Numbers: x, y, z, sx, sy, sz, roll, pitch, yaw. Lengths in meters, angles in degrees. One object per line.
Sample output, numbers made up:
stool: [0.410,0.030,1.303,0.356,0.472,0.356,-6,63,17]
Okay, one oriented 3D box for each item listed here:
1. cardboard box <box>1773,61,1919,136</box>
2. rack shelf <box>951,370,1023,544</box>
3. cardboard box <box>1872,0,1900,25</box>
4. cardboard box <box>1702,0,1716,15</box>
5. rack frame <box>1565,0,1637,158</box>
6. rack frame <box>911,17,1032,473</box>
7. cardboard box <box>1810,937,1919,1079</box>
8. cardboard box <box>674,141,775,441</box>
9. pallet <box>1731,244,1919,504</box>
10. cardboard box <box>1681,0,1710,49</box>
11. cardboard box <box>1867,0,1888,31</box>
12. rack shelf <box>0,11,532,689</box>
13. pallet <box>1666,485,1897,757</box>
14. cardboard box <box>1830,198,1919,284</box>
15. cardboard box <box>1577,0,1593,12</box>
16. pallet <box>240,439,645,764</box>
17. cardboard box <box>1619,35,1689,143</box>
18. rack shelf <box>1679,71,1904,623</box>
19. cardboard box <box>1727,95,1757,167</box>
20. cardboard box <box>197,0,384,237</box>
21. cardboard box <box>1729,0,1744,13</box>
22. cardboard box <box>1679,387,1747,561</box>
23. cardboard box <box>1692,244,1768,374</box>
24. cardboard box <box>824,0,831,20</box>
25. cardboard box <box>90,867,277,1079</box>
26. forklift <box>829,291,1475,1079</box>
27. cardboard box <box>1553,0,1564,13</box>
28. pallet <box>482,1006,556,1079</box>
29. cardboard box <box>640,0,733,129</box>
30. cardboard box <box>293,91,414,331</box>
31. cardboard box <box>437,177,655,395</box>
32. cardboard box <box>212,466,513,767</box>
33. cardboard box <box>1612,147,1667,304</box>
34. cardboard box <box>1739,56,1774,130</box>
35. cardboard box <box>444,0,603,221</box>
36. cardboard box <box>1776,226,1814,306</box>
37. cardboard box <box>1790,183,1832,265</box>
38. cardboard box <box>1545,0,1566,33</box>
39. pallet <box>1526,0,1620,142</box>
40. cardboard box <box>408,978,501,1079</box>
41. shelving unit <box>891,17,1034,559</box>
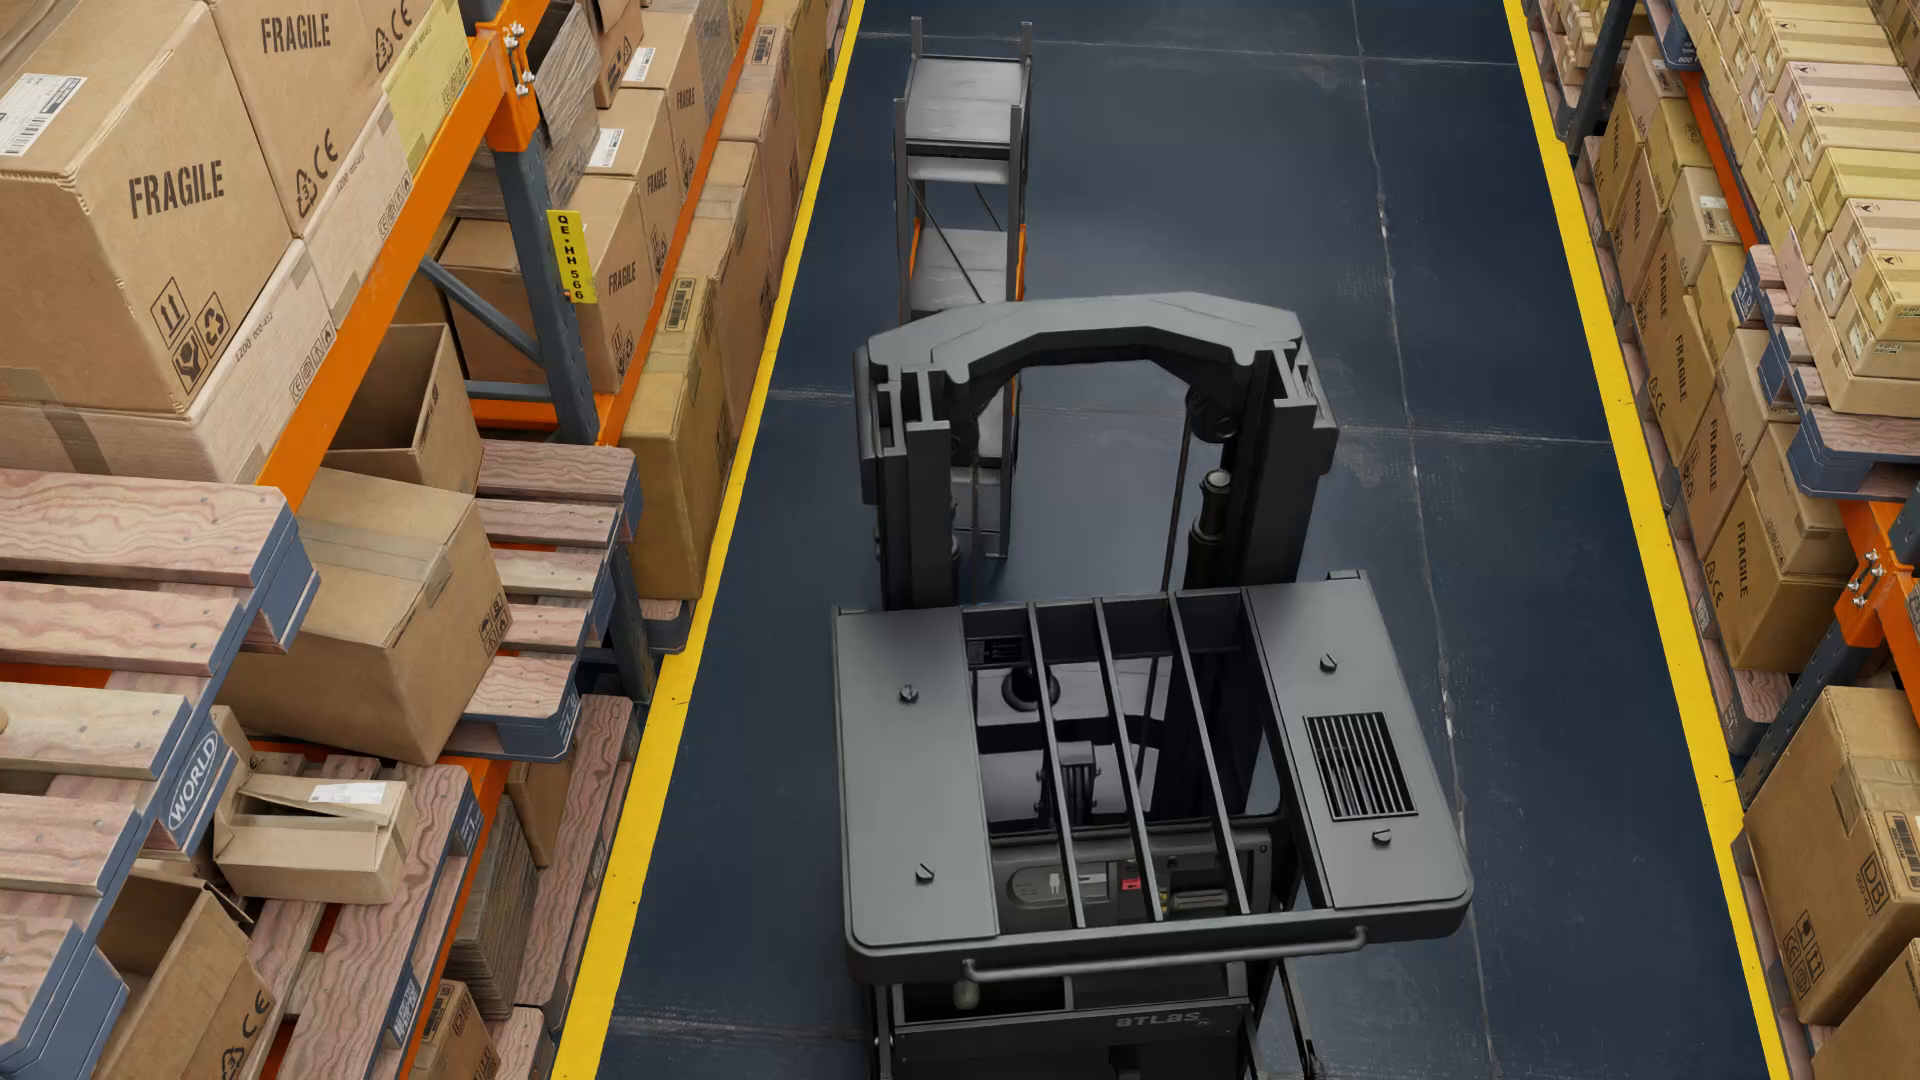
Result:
cardboard box: [2.965,-1.462,5.563,0.380,0.149,0.250,4,48,4]
rack shelf: [0.015,-0.349,6.639,0.431,0.518,0.480,4,48,4]
cardboard box: [3.711,-2.086,6.335,0.380,0.149,0.250,2,48,2]
cardboard box: [3.060,-2.132,6.377,0.380,0.149,0.250,6,48,5]
rack frame: [3.644,-3.003,7.490,1.000,3.000,0.127,4,48,4]
rack frame: [0.037,-1.010,6.276,0.400,2.100,0.015,4,48,4]
cardboard box: [3.058,1.638,4.485,1.050,0.750,0.750,5,48,4]
cardboard box: [-1.478,-1.056,6.864,1.225,0.875,0.875,4,48,4]
pallet: [3.238,-0.530,5.357,1.213,0.211,1.003,4,48,4]
cardboard box: [3.057,-2.042,6.497,0.380,0.149,0.250,2,48,2]
cardboard box: [3.715,-1.992,6.450,0.380,0.149,0.250,2,48,2]
rack shelf: [-1.833,0.229,2.989,1.077,0.370,4.000,4,48,4]
pallet: [3.352,0.304,6.355,1.003,0.211,1.213,4,48,4]
cardboard box: [2.893,-0.897,5.046,0.380,0.149,0.250,3,48,3]
cardboard box: [3.401,-2.853,8.596,0.380,0.149,0.250,4,48,4]
pallet: [-1.609,0.124,4.759,1.213,0.211,1.003,4,48,4]
cardboard box: [3.314,-2.029,7.500,0.500,0.250,0.500,2,48,2]
rack shelf: [3.462,-1.290,6.411,1.077,0.370,4.000,4,48,4]
cardboard box: [2.989,-1.456,5.960,0.380,0.149,0.250,5,48,5]
cardboard box: [-1.481,-0.941,3.165,0.500,0.500,0.500,4,48,3]
cardboard box: [3.033,-2.052,6.102,0.380,0.149,0.250,5,48,5]
cardboard box: [3.130,-0.244,6.376,0.500,0.500,0.500,6,48,5]
cardboard box: [3.178,-0.879,6.448,0.500,0.250,0.500,5,48,4]
cardboard box: [-1.146,-3.315,8.930,0.875,0.875,0.875,4,48,4]
cardboard box: [-1.949,1.011,3.463,0.797,0.503,0.637,8,48,8]
forklift: [0.309,1.012,3.864,1.130,2.935,3.031,-4,48,-4]
cardboard box: [3.375,-2.933,8.872,0.380,0.149,0.250,2,48,2]
pallet: [-1.837,1.938,4.860,1.003,0.211,1.213,4,48,4]
cardboard box: [-1.200,-1.967,6.474,0.500,0.500,0.500,4,48,4]
cardboard box: [-1.481,-0.702,3.454,0.500,0.250,0.500,4,48,3]
cardboard box: [-1.335,-0.844,5.447,0.500,0.500,0.500,5,48,5]
cardboard box: [-1.611,0.170,4.236,0.700,0.500,0.500,10,48,9]
cardboard box: [3.266,-1.387,7.421,0.500,0.500,0.500,6,48,5]
cardboard box: [2.987,-1.562,5.856,0.380,0.149,0.250,5,48,5]
cardboard box: [-1.568,-1.380,5.258,0.797,0.503,0.637,5,48,5]
cardboard box: [2.914,-0.885,5.438,0.380,0.149,0.250,5,48,4]
cardboard box: [2.915,-1.004,5.346,0.380,0.149,0.250,5,48,4]
cardboard box: [3.407,-2.877,9.022,0.380,0.149,0.250,2,48,2]
pallet: [3.670,-2.558,8.972,1.003,0.211,1.213,4,48,4]
cardboard box: [-1.774,1.543,4.728,0.700,0.500,0.500,7,48,7]
shelving unit: [0.015,-0.830,6.112,0.431,2.100,0.503,4,48,4]
